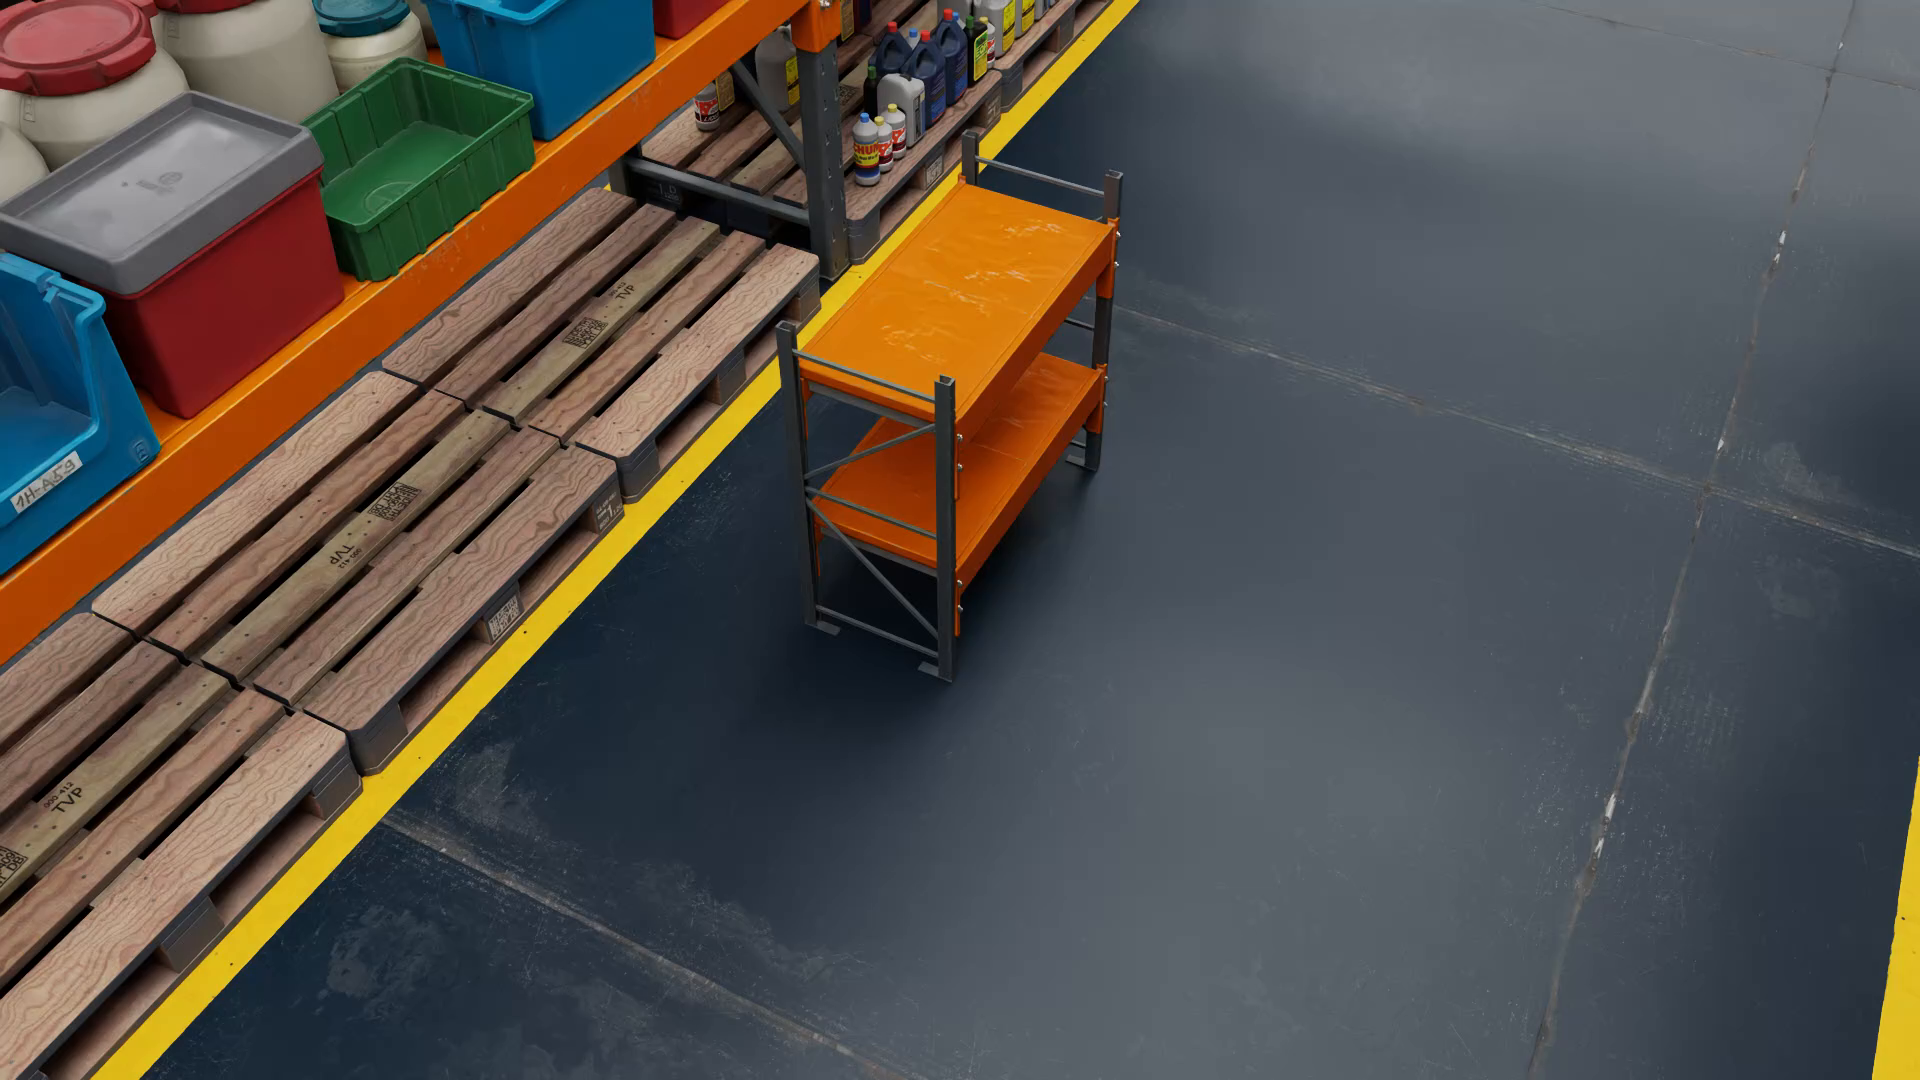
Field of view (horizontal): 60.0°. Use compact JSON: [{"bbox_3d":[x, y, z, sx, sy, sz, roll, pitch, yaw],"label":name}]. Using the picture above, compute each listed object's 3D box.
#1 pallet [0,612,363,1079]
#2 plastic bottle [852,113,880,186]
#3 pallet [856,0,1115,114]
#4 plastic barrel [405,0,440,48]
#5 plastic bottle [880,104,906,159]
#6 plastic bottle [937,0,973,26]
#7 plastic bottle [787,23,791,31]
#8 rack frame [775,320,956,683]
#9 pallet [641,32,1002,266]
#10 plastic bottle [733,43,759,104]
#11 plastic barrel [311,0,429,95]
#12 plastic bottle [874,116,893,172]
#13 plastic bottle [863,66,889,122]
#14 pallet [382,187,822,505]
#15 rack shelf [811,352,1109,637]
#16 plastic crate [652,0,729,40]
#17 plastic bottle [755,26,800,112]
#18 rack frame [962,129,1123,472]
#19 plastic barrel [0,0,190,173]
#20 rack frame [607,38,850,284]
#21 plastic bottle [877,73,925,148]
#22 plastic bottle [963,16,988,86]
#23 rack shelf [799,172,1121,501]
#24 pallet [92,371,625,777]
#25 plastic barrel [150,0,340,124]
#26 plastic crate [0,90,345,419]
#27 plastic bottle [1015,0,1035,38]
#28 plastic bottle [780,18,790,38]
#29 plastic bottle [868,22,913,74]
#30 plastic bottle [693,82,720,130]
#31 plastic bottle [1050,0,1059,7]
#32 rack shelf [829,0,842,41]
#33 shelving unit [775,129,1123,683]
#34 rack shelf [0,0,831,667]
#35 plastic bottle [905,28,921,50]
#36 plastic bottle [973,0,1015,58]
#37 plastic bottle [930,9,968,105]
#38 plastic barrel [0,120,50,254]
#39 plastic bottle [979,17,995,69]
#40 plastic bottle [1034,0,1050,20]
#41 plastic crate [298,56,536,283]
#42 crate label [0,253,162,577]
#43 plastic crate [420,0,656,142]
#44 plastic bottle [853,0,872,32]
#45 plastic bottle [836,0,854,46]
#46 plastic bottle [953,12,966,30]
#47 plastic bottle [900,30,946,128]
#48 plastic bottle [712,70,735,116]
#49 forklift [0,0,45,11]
[{"bbox_3d":[-2.349,0.813,4.298,1.003,0.211,1.213,20,49,19],"label":"pallet"},{"bbox_3d":[-0.350,-1.463,6.196,0.097,0.271,0.097,0,45,0],"label":"plastic bottle"},{"bbox_3d":[0.028,-2.412,7.486,1.003,0.211,1.213,20,49,19],"label":"pallet"},{"bbox_3d":[-1.525,-1.729,4.754,0.433,0.535,0.433,0,45,0],"label":"plastic barrel"},{"bbox_3d":[-0.256,-1.567,6.348,0.097,0.201,0.097,0,45,0],"label":"plastic bottle"},{"bbox_3d":[-0.002,-2.200,6.921,0.152,0.276,0.135,20,49,19],"label":"plastic bottle"},{"bbox_3d":[-0.611,-1.998,6.721,0.152,0.276,0.135,20,49,19],"label":"plastic bottle"},{"bbox_3d":[-0.239,-0.071,4.529,0.500,1.125,0.032,20,49,19],"label":"rack frame"},{"bbox_3d":[-0.537,-1.641,6.723,1.003,0.211,1.213,20,49,19],"label":"pallet"},{"bbox_3d":[-0.842,-1.936,6.608,0.144,0.351,0.185,19,48,18],"label":"plastic bottle"},{"bbox_3d":[-1.636,-1.380,4.602,0.301,0.262,0.301,0,45,0],"label":"plastic barrel"},{"bbox_3d":[-0.303,-1.503,6.284,0.097,0.201,0.097,0,45,0],"label":"plastic bottle"},{"bbox_3d":[-0.319,-1.715,6.437,0.061,0.283,0.133,20,49,19],"label":"plastic bottle"},{"bbox_3d":[-1.216,-0.724,5.817,1.003,0.211,1.213,20,49,19],"label":"pallet"},{"bbox_3d":[-0.003,-0.219,5.020,0.538,0.278,1.000,20,49,19],"label":"rack shelf"},{"bbox_3d":[-0.840,-1.828,4.903,0.402,0.464,0.583,20,49,19],"label":"plastic crate"},{"bbox_3d":[-0.715,-1.889,6.561,0.144,0.351,0.185,20,49,19],"label":"plastic bottle"},{"bbox_3d":[0.233,-0.711,5.162,0.500,1.125,0.032,20,49,19],"label":"rack frame"},{"bbox_3d":[-2.066,-0.994,4.028,0.433,0.535,0.433,0,45,0],"label":"plastic barrel"},{"bbox_3d":[-0.886,-2.212,5.327,1.000,3.000,0.127,20,49,19],"label":"rack frame"},{"bbox_3d":[-0.224,-1.678,6.405,0.152,0.276,0.135,22,49,20],"label":"plastic bottle"},{"bbox_3d":[0.057,-1.992,6.710,0.061,0.283,0.133,23,50,21],"label":"plastic bottle"},{"bbox_3d":[-0.003,-0.597,4.638,0.538,0.278,1.000,20,49,19],"label":"rack shelf"},{"bbox_3d":[-1.782,0.047,5.055,1.003,0.211,1.213,20,49,19],"label":"pallet"},{"bbox_3d":[-1.865,-1.267,4.298,0.433,0.535,0.433,0,45,0],"label":"plastic barrel"},{"bbox_3d":[-1.722,-0.631,3.720,0.402,0.464,0.583,20,49,19],"label":"plastic crate"},{"bbox_3d":[0.227,-2.311,6.978,0.144,0.351,0.185,22,49,21],"label":"plastic bottle"},{"bbox_3d":[-0.753,-2.057,6.727,0.144,0.351,0.185,18,48,17],"label":"plastic bottle"},{"bbox_3d":[-0.272,-1.854,6.527,0.144,0.351,0.185,20,49,19],"label":"plastic bottle"},{"bbox_3d":[-0.994,-1.714,6.493,0.097,0.201,0.097,0,45,0],"label":"plastic bottle"},{"bbox_3d":[0.365,-2.477,7.195,0.152,0.276,0.135,21,49,19],"label":"plastic bottle"},{"bbox_3d":[0.042,-3.219,6.828,1.077,0.370,4.000,20,49,19],"label":"rack shelf"},{"bbox_3d":[-0.003,-0.391,4.846,0.538,1.125,1.048,20,49,19],"label":"shelving unit"},{"bbox_3d":[-1.815,-0.699,4.338,1.077,0.370,4.000,20,49,19],"label":"rack shelf"},{"bbox_3d":[-0.184,-1.910,6.638,0.097,0.271,0.097,0,45,0],"label":"plastic bottle"},{"bbox_3d":[0.141,-2.193,6.862,0.144,0.351,0.185,20,49,19],"label":"plastic bottle"},{"bbox_3d":[-0.056,-1.926,6.597,0.144,0.351,0.185,19,48,17],"label":"plastic bottle"},{"bbox_3d":[-2.259,-0.715,3.769,0.421,0.512,0.421,0,45,0],"label":"plastic barrel"},{"bbox_3d":[0.096,-2.044,6.819,0.097,0.201,0.097,0,45,0],"label":"plastic bottle"},{"bbox_3d":[0.301,-2.390,7.109,0.152,0.276,0.135,19,48,18],"label":"plastic bottle"},{"bbox_3d":[-1.445,-0.947,4.226,0.450,0.188,0.662,20,49,19],"label":"plastic crate"},{"bbox_3d":[-2.042,-0.241,3.354,0.502,0.435,0.616,20,49,19],"label":"crate label"},{"bbox_3d":[-1.123,-1.408,4.544,0.392,0.384,0.575,20,49,19],"label":"plastic crate"},{"bbox_3d":[-0.430,-2.303,7.018,0.061,0.283,0.133,20,49,19],"label":"plastic bottle"},{"bbox_3d":[-0.501,-2.219,6.935,0.061,0.283,0.133,20,49,19],"label":"plastic bottle"},{"bbox_3d":[-0.021,-2.003,6.729,0.097,0.271,0.097,0,45,0],"label":"plastic bottle"},{"bbox_3d":[-0.144,-1.807,6.480,0.144,0.351,0.185,22,49,20],"label":"plastic bottle"},{"bbox_3d":[-0.955,-1.824,6.544,0.061,0.283,0.133,23,50,21],"label":"plastic bottle"},{"bbox_3d":[-3.846,-2.475,5.635,3.031,2.935,1.130,-30,52,-26],"label":"forklift"}]
